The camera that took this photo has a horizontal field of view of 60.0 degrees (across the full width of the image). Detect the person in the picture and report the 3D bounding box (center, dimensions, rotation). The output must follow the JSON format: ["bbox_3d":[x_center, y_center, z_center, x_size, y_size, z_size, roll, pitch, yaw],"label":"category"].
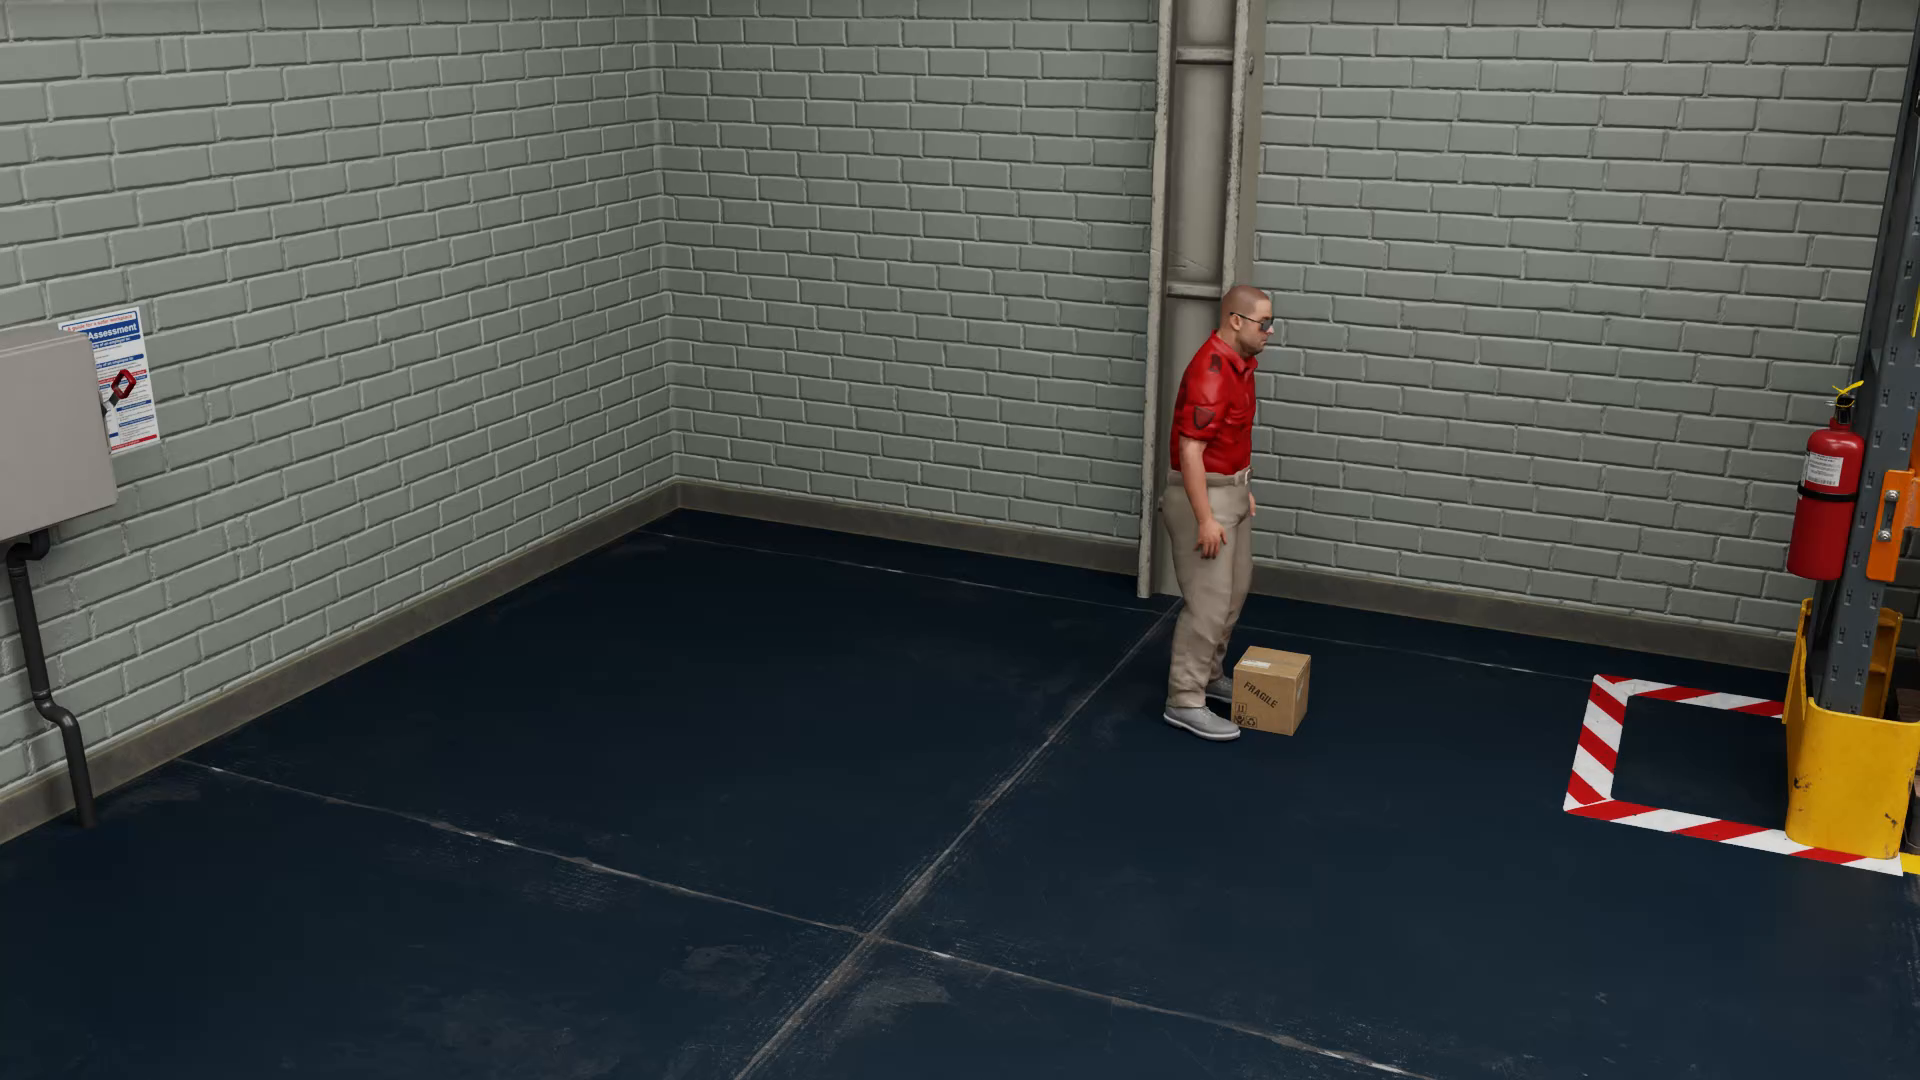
[{"bbox_3d":[1.005,-0.132,6.471,0.391,1.727,0.584,8,21,23],"label":"person"}]
